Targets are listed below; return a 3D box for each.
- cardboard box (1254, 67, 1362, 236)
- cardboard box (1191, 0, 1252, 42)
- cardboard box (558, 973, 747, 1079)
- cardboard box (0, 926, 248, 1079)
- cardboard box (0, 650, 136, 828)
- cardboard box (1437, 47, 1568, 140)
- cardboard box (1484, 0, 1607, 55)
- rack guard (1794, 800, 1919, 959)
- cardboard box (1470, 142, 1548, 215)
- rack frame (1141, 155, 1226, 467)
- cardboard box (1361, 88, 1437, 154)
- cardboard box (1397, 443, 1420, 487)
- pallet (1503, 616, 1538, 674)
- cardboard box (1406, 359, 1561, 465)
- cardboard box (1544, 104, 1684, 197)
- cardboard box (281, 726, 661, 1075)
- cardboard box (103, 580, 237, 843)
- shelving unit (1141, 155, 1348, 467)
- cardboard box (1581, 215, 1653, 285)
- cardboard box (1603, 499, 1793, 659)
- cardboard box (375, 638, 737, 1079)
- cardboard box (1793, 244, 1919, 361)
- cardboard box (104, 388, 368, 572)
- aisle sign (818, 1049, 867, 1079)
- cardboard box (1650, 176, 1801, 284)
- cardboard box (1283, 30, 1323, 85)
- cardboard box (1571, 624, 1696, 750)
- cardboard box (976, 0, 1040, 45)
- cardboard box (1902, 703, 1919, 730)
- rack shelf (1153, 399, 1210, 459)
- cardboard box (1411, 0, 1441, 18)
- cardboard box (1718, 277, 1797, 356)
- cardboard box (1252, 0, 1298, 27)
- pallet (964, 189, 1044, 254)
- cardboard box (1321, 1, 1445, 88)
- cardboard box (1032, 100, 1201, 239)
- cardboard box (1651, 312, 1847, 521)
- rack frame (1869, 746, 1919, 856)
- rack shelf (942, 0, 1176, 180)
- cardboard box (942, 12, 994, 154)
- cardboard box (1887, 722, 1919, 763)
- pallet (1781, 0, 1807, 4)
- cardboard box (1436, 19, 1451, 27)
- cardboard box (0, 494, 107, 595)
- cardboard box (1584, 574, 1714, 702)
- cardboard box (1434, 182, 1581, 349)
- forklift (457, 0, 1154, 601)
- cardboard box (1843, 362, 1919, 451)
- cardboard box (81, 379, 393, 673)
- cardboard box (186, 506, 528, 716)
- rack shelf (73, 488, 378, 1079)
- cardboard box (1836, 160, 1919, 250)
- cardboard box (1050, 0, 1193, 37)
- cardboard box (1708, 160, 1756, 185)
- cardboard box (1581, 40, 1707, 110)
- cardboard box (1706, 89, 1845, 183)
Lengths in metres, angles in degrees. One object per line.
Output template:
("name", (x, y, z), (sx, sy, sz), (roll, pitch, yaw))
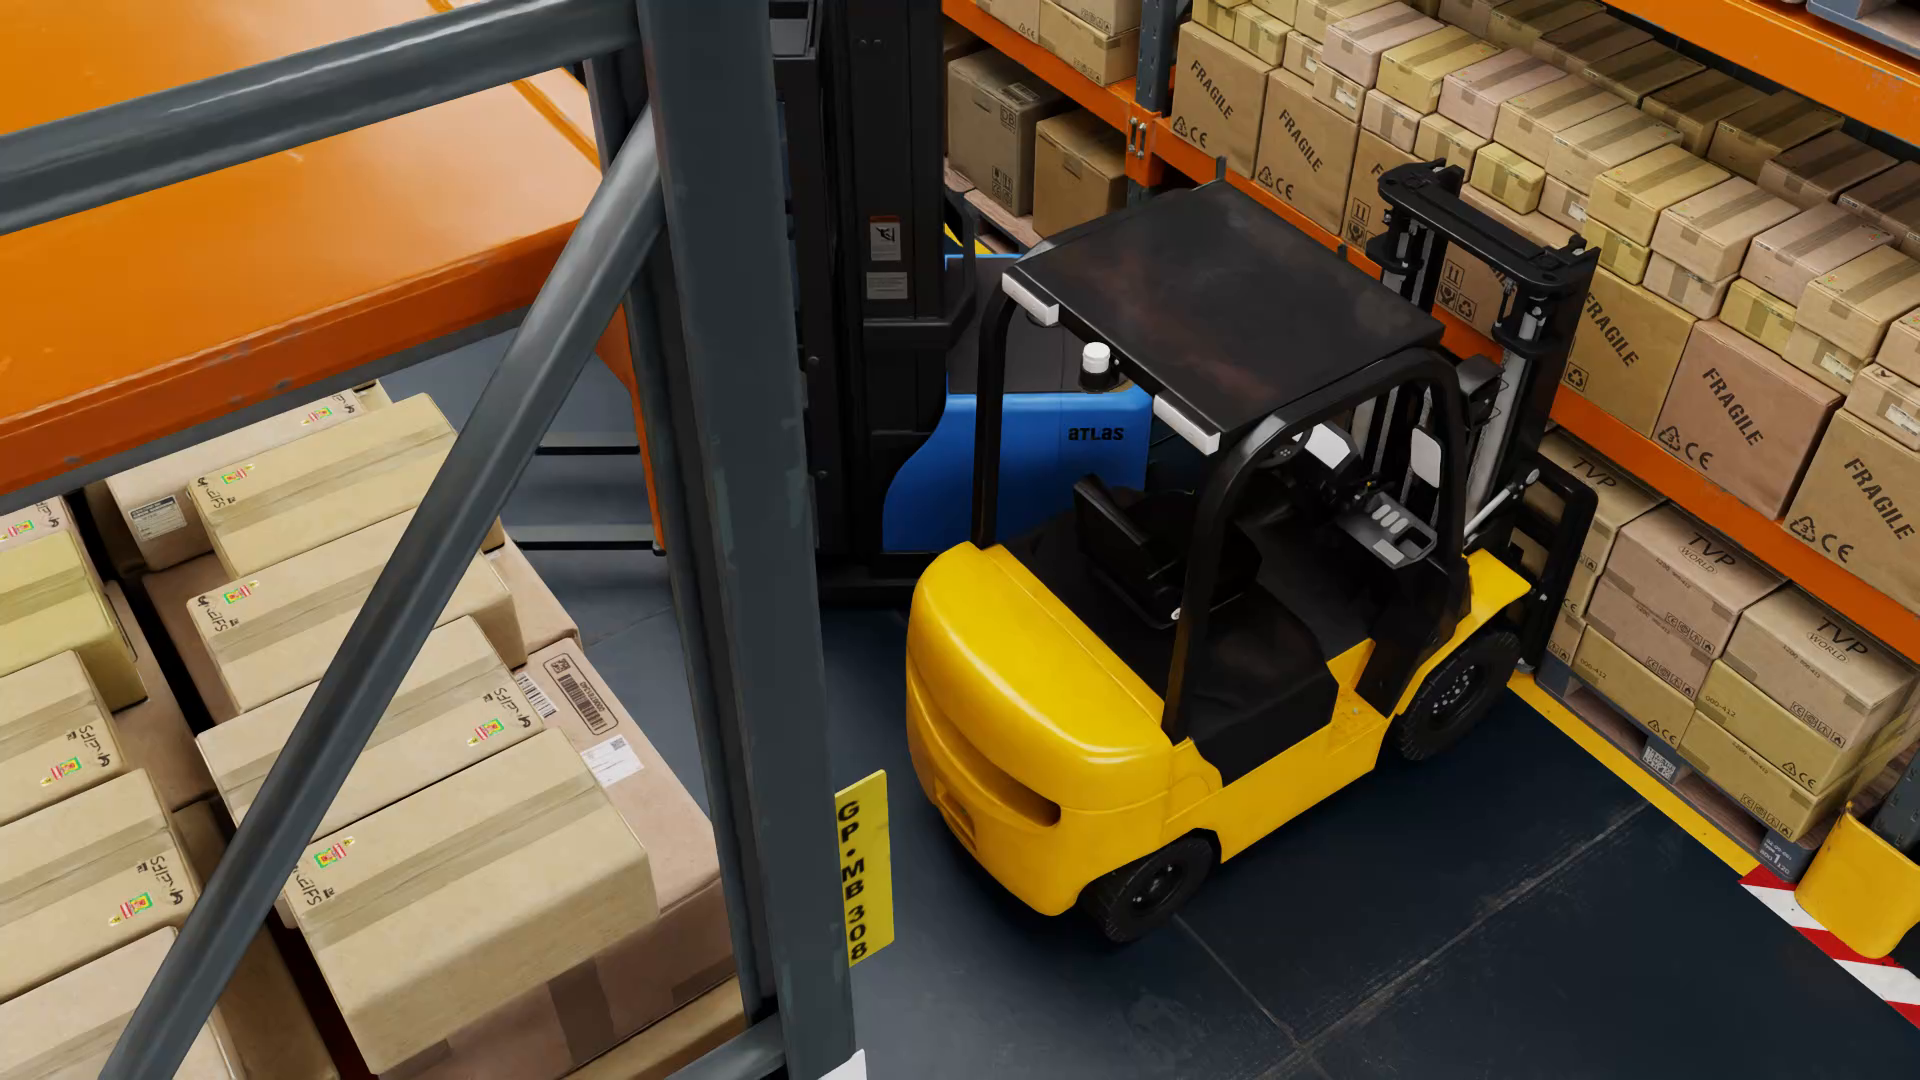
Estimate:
("cardboard box", (1.566, -1.624, 6.698), (0.500, 0.500, 0.500), (-25, 49, -24))
("cardboard box", (1.181, -2.217, 6.849), (0.380, 0.149, 0.250), (-26, 50, -25))
("cardboard box", (-0.489, 0.687, 2.359), (0.380, 0.149, 0.250), (-26, 49, -24))
("cardboard box", (-1.002, 0.640, 1.831), (0.380, 0.149, 0.250), (-25, 49, -24))
("cardboard box", (-1.279, 0.341, 2.143), (0.380, 0.149, 0.250), (-26, 50, -25))
("cardboard box", (1.956, -1.613, 6.001), (0.380, 0.149, 0.250), (-26, 49, -25))
("cardboard box", (2.244, -1.973, 6.378), (0.380, 0.149, 0.250), (-26, 50, -25))
("rack guard", (3.517, 0.952, 5.882), (1.175, 0.500, 0.348), (-26, 49, -24))
("cardboard box", (2.050, -1.334, 5.924), (0.380, 0.149, 0.250), (-27, 50, -25))
("rack frame", (0.938, -0.928, 7.103), (0.400, 1.500, 0.023), (-26, 49, -19))
("cardboard box", (1.732, -1.617, 6.220), (0.380, 0.149, 0.250), (-26, 50, -25))
("cardboard box", (2.094, -0.313, 6.722), (0.500, 0.250, 0.500), (-26, 49, -25))
("pallet", (2.337, -0.064, 7.155), (1.003, 0.211, 1.213), (-26, 49, -24))
("cardboard box", (2.106, -0.481, 6.535), (0.500, 0.250, 0.500), (-27, 50, -25))
("cardboard box", (2.243, -1.330, 5.704), (0.380, 0.149, 0.250), (-25, 49, -24))
("cardboard box", (-0.602, 0.433, 2.047), (0.380, 0.149, 0.250), (-26, 49, -25))
("cardboard box", (-1.356, 0.385, 2.386), (0.500, 0.250, 0.500), (-26, 50, -25))
("shelving unit", (1.128, -0.713, 6.876), (0.431, 1.500, 0.755), (-26, 49, -19))
("cardboard box", (2.321, -1.039, 5.615), (0.380, 0.149, 0.250), (-25, 49, -24))
("cardboard box", (2.687, 0.091, 5.936), (0.500, 0.250, 0.500), (-25, 49, -24))
("cardboard box", (-0.635, 0.469, 2.298), (0.500, 0.250, 0.500), (-27, 50, -25))
("cardboard box", (2.787, -0.728, 5.074), (0.380, 0.149, 0.250), (-25, 49, -24))
("cardboard box", (-1.154, -0.143, 2.651), (0.380, 0.149, 0.250), (-26, 49, -25))
("aisle sign", (-0.276, 0.970, 2.170), (0.394, 0.787, 0.004), (-26, 49, -24))
("cardboard box", (2.465, -1.003, 5.361), (0.380, 0.149, 0.250), (-25, 49, -23))
("cardboard box", (1.503, -1.935, 6.553), (0.380, 0.149, 0.250), (-26, 49, -25))
("cardboard box", (2.698, 0.450, 6.284), (0.500, 0.250, 0.500), (-26, 49, -24))
("cardboard box", (0.420, -2.641, 7.944), (0.500, 0.250, 0.500), (-26, 49, -25))
("cardboard box", (3.404, 0.348, 6.029), (0.500, 0.250, 0.500), (-25, 49, -24))
("rack shelf", (1.151, -0.487, 7.110), (0.431, 0.370, 0.720), (-26, 49, -19))
("cardboard box", (1.917, -2.245, 6.663), (0.380, 0.149, 0.250), (-26, 50, -25))
("cardboard box", (2.674, -0.771, 5.334), (0.380, 0.149, 0.250), (-26, 49, -25))
("cardboard box", (1.392, -2.206, 6.622), (0.380, 0.149, 0.250), (-25, 49, -24))
("pallet", (0.761, -1.624, 8.789), (1.003, 0.211, 1.213), (-26, 49, -24))
("cardboard box", (1.594, -1.872, 6.272), (0.380, 0.149, 0.250), (-25, 49, -24))
("cardboard box", (0.907, -1.815, 8.386), (0.875, 0.625, 0.625), (-24, 48, -23))
("cardboard box", (2.717, -0.474, 5.493), (0.500, 0.500, 0.500), (-24, 49, -23))
("rack frame", (3.503, 0.034, 5.033), (1.000, 3.000, 0.127), (-26, 49, -24))
("rack shelf", (0.071, -3.104, 8.841), (1.077, 0.370, 4.000), (-26, 49, -24))
("cardboard box", (0.038, -2.683, 9.294), (0.875, 0.625, 0.625), (-28, 50, -26))
("cardboard box", (3.382, 0.522, 6.209), (0.500, 0.250, 0.500), (-26, 49, -24))
("pallet", (2.418, -2.121, 5.182), (1.003, 0.211, 1.213), (-26, 49, -24))
("cardboard box", (2.105, -2.008, 6.630), (0.380, 0.149, 0.250), (-25, 49, -24))
("cardboard box", (-1.516, 0.036, 2.463), (0.380, 0.149, 0.250), (-26, 49, -24))
("cardboard box", (2.690, 0.256, 6.126), (0.500, 0.250, 0.500), (-26, 50, -25))
("cardboard box", (2.127, -1.045, 6.091), (0.500, 0.500, 0.500), (-25, 49, -24))
("forklift", (-0.771, -1.140, 6.313), (3.031, 2.935, 1.130), (-1, 44, -1))
("cardboard box", (2.904, -0.455, 5.003), (0.380, 0.149, 0.250), (-25, 49, -24))
("cardboard box", (-1.231, -0.103, 2.897), (0.500, 0.250, 0.500), (-24, 49, -23))
("cardboard box", (-0.852, 0.131, 2.364), (0.380, 0.149, 0.250), (-26, 49, -24))
("rack shelf", (-1.710, 0.040, 3.376), (1.077, 0.370, 4.000), (-26, 49, -24))
("cardboard box", (3.072, -1.070, 5.432), (0.380, 0.149, 0.250), (-25, 49, -24))
("cardboard box", (0.724, -2.535, 7.470), (0.500, 0.250, 0.500), (-27, 50, -25))
("cardboard box", (2.844, -1.287, 5.875), (0.380, 0.149, 0.250), (-24, 49, -23))
("cardboard box", (2.471, -1.654, 6.044), (0.380, 0.149, 0.250), (-24, 49, -23))
("cardboard box", (2.831, -1.397, 5.775), (0.380, 0.149, 0.250), (-27, 50, -25))
